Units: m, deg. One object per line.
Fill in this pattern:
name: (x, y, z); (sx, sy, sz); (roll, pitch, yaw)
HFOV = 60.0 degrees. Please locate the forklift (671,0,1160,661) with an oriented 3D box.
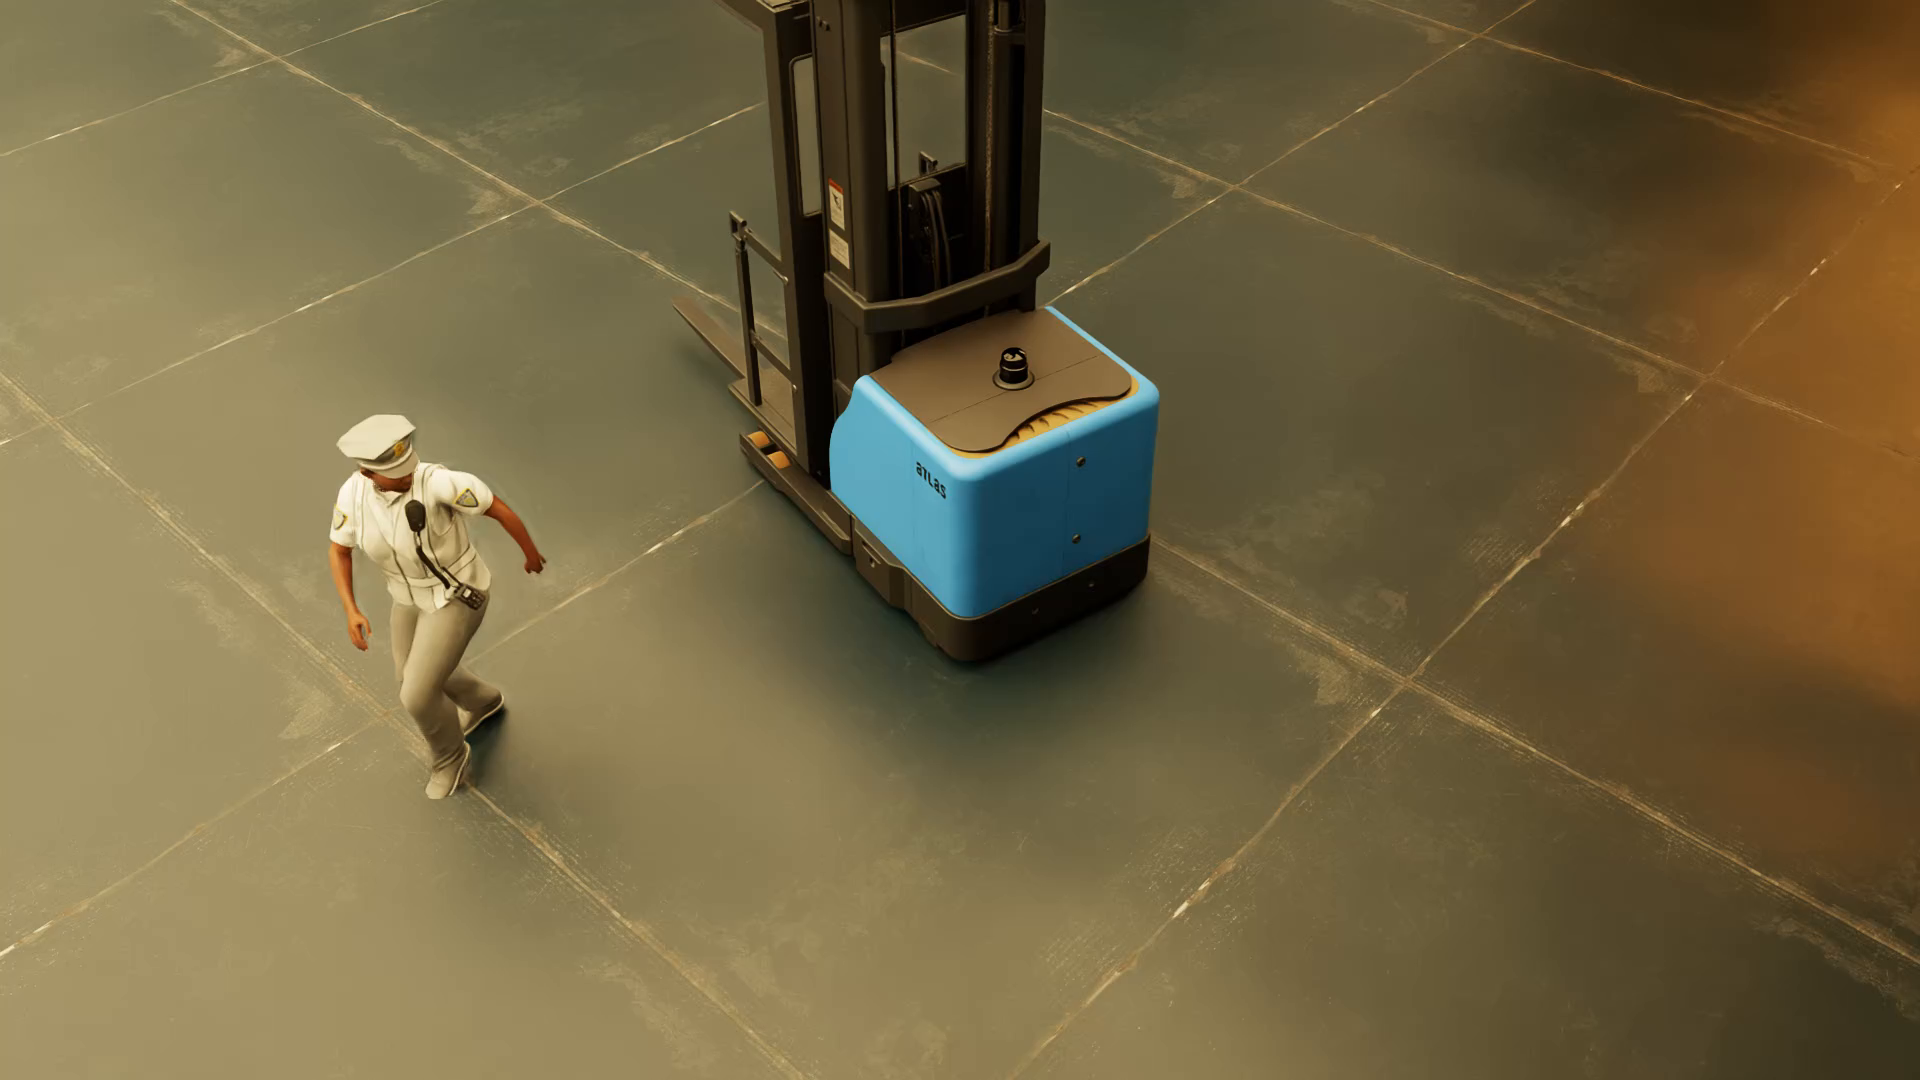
forklift: (-0.409, -1.529, 7.210); (1.130, 2.935, 3.031); (-24, 46, -25)

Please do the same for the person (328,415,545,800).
person: (-1.981, 0.235, 6.226); (0.542, 1.662, 0.728); (21, 45, 23)
